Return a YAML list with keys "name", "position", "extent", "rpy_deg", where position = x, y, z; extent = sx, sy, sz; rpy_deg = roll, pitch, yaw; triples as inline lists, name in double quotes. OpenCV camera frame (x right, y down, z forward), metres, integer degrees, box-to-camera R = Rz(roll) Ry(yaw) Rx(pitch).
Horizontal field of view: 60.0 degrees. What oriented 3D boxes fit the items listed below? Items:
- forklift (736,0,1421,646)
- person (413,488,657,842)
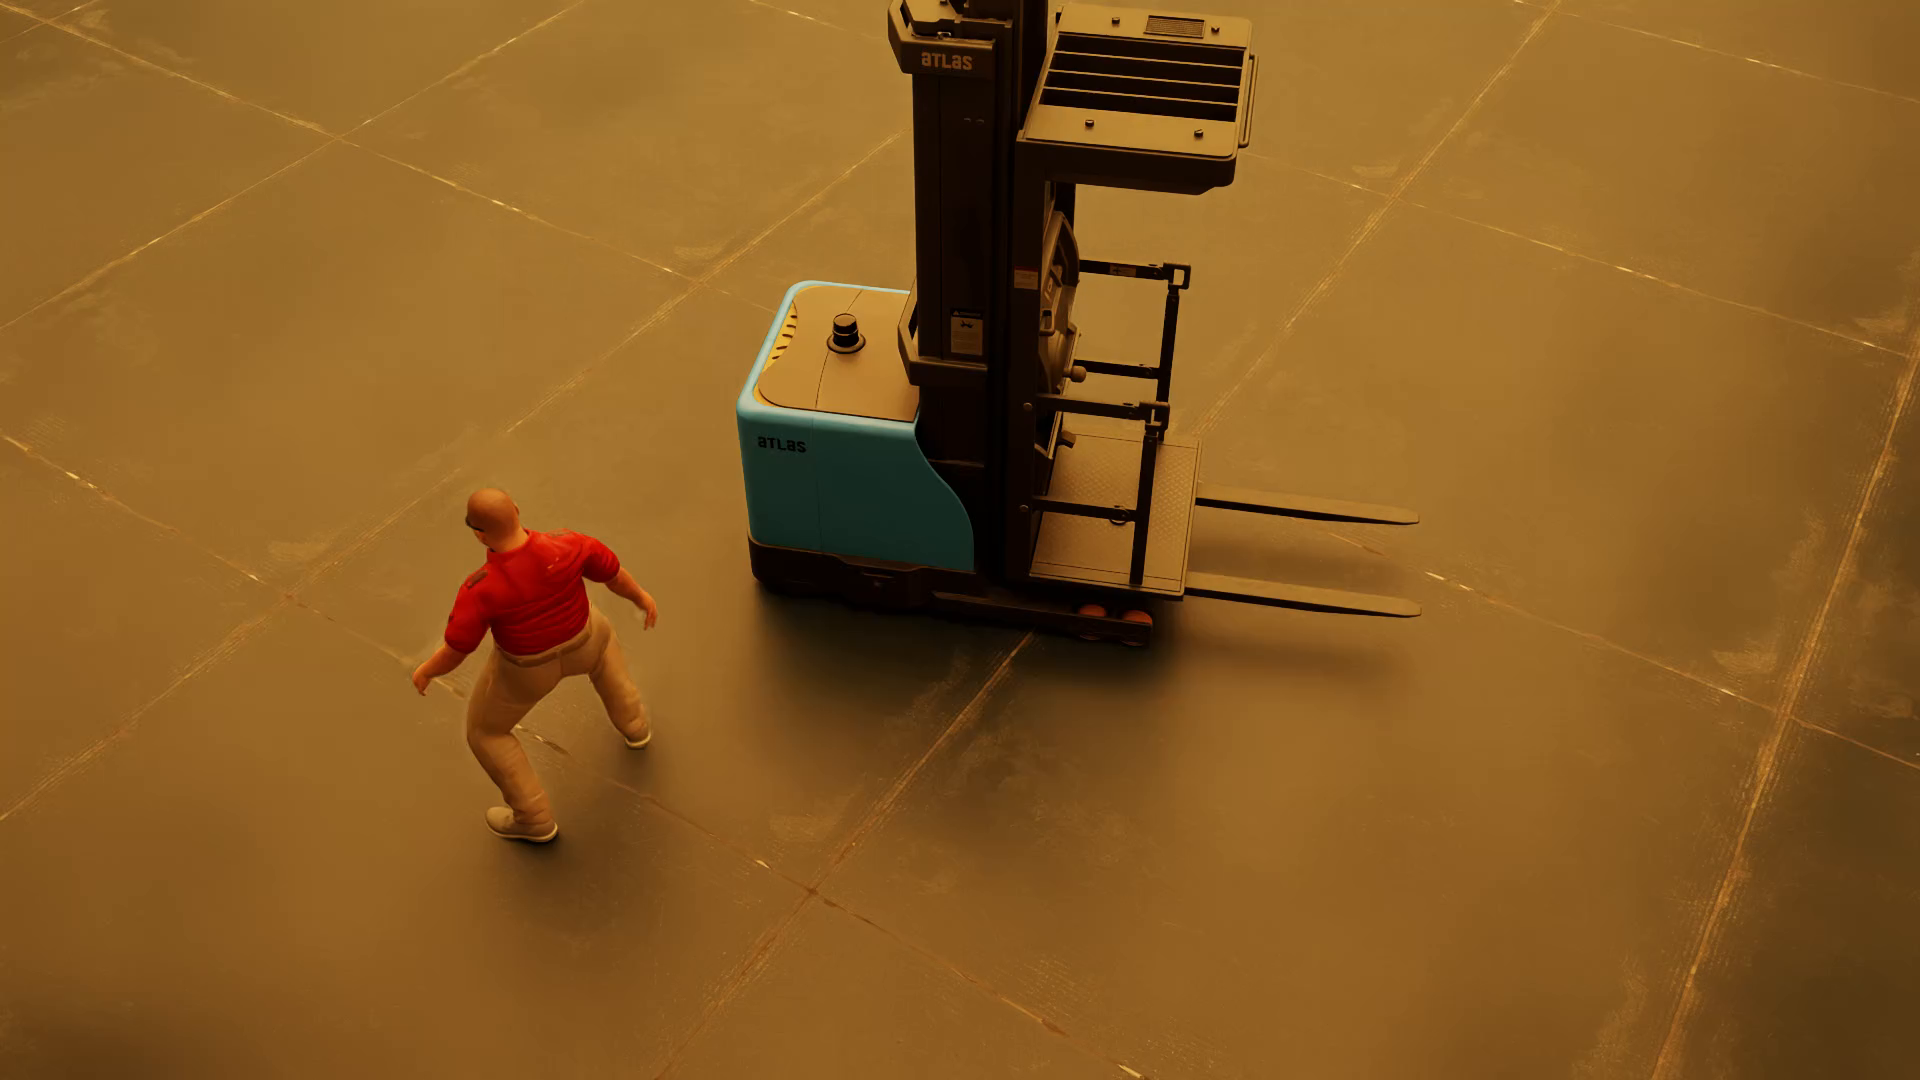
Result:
- name: "forklift"
  position: [0.598, -0.987, 6.890]
  extent: [3.031, 2.935, 1.130]
  rpy_deg: [7, 44, 8]
- name: "person"
  position: [-1.622, 0.390, 6.411]
  extent: [0.947, 1.627, 0.586]
  rpy_deg: [-25, 49, -24]
